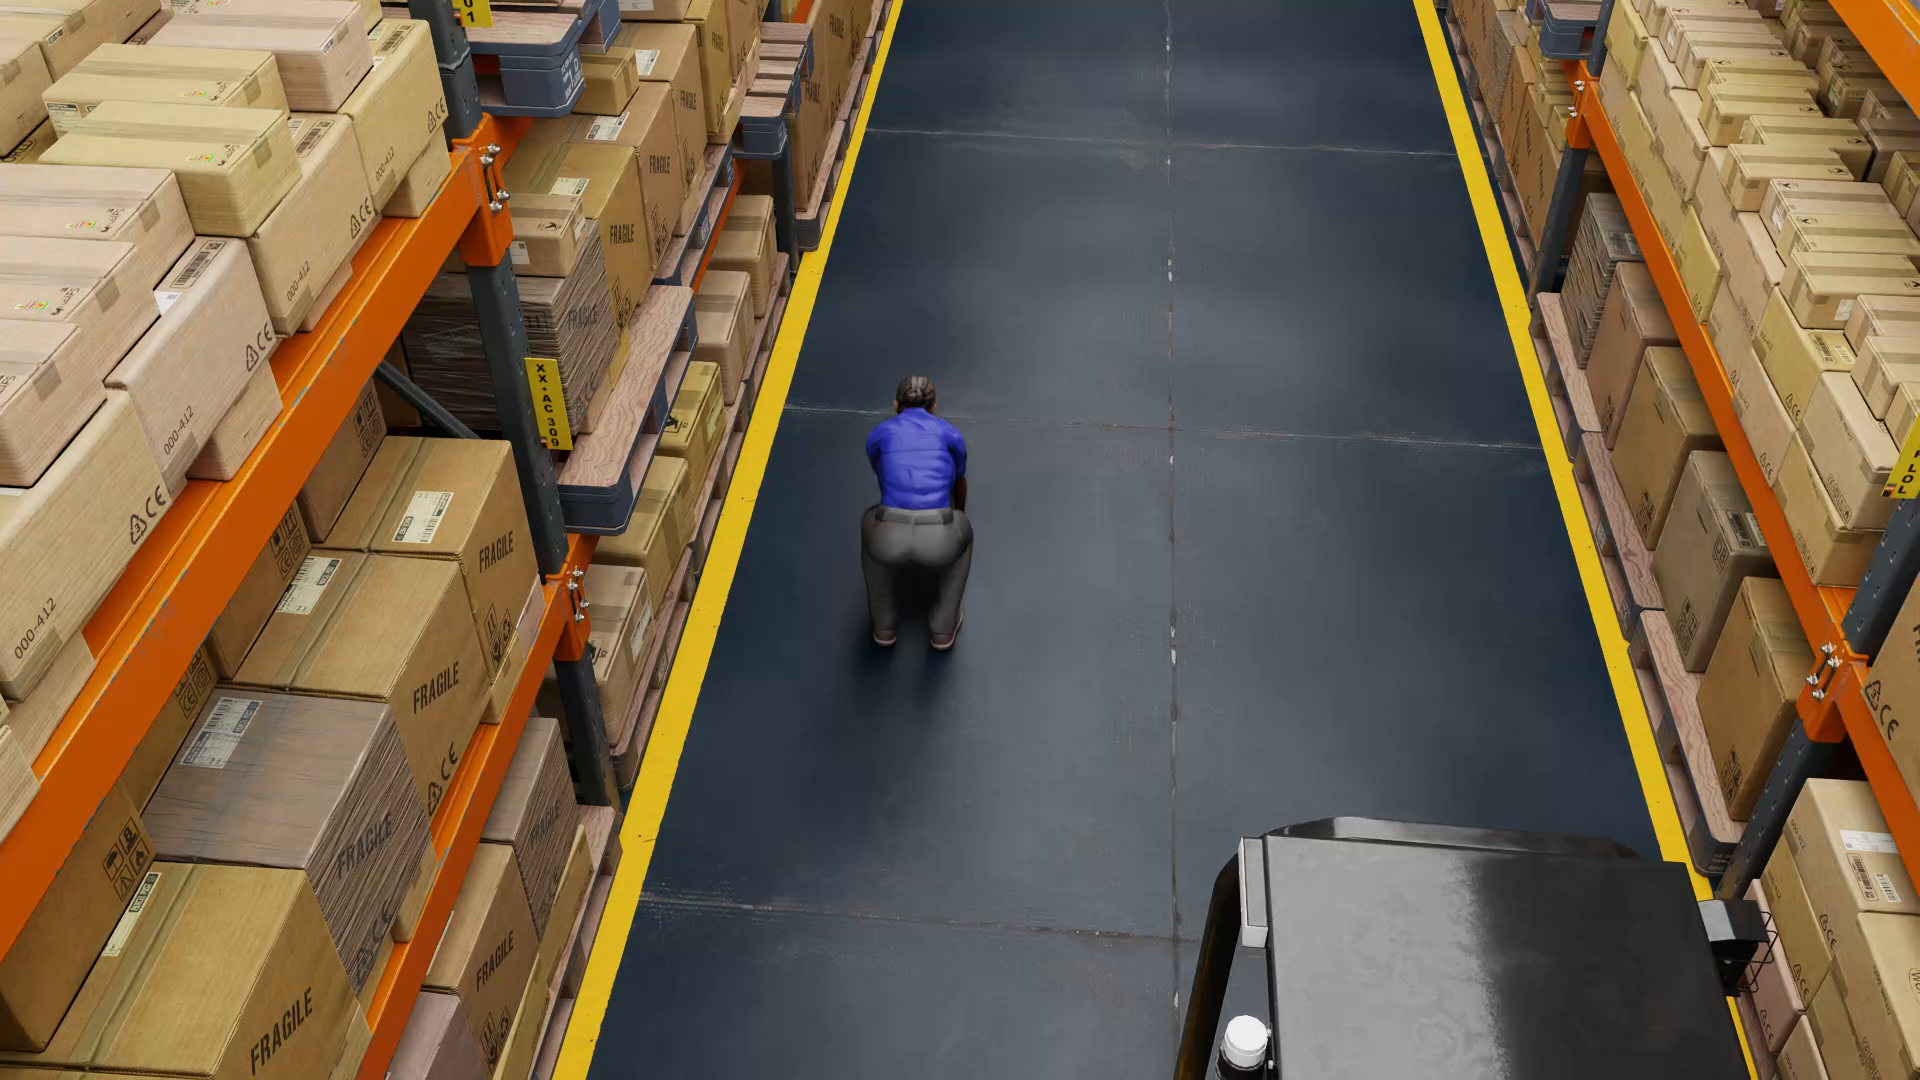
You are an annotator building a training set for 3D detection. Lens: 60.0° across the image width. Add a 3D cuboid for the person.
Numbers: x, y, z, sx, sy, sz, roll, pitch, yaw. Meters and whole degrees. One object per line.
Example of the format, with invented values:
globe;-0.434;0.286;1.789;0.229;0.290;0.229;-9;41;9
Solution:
person;-0.180;-0.091;6.825;0.472;0.944;0.865;2;40;2
